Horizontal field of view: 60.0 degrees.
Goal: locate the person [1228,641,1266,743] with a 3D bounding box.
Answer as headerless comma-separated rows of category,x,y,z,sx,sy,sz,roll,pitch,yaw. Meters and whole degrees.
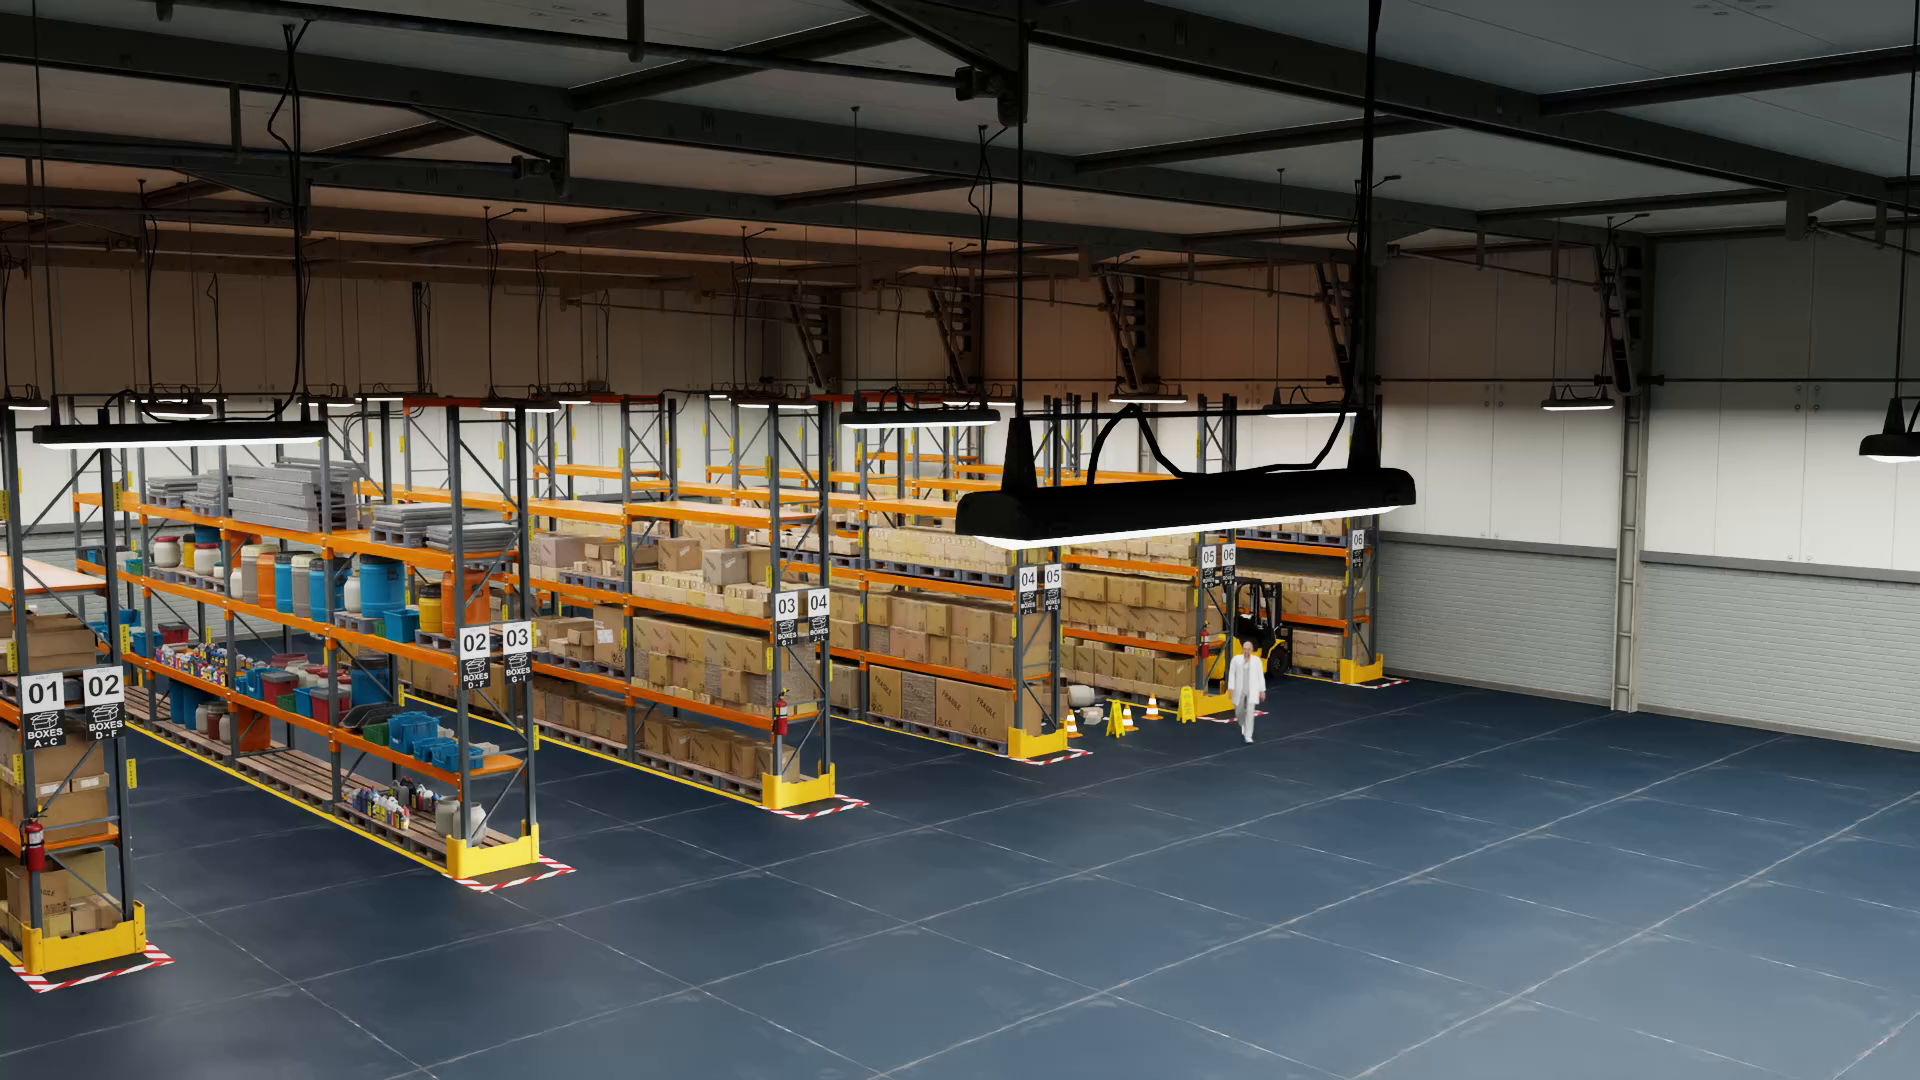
person,5.047,2.638,29.201,0.657,1.757,0.935,2,6,19

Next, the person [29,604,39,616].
person,-19.275,2.178,34.522,0.498,1.688,0.478,1,6,12

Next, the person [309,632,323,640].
person,-15.101,1.608,40.060,1.081,1.704,0.525,-2,6,-23
